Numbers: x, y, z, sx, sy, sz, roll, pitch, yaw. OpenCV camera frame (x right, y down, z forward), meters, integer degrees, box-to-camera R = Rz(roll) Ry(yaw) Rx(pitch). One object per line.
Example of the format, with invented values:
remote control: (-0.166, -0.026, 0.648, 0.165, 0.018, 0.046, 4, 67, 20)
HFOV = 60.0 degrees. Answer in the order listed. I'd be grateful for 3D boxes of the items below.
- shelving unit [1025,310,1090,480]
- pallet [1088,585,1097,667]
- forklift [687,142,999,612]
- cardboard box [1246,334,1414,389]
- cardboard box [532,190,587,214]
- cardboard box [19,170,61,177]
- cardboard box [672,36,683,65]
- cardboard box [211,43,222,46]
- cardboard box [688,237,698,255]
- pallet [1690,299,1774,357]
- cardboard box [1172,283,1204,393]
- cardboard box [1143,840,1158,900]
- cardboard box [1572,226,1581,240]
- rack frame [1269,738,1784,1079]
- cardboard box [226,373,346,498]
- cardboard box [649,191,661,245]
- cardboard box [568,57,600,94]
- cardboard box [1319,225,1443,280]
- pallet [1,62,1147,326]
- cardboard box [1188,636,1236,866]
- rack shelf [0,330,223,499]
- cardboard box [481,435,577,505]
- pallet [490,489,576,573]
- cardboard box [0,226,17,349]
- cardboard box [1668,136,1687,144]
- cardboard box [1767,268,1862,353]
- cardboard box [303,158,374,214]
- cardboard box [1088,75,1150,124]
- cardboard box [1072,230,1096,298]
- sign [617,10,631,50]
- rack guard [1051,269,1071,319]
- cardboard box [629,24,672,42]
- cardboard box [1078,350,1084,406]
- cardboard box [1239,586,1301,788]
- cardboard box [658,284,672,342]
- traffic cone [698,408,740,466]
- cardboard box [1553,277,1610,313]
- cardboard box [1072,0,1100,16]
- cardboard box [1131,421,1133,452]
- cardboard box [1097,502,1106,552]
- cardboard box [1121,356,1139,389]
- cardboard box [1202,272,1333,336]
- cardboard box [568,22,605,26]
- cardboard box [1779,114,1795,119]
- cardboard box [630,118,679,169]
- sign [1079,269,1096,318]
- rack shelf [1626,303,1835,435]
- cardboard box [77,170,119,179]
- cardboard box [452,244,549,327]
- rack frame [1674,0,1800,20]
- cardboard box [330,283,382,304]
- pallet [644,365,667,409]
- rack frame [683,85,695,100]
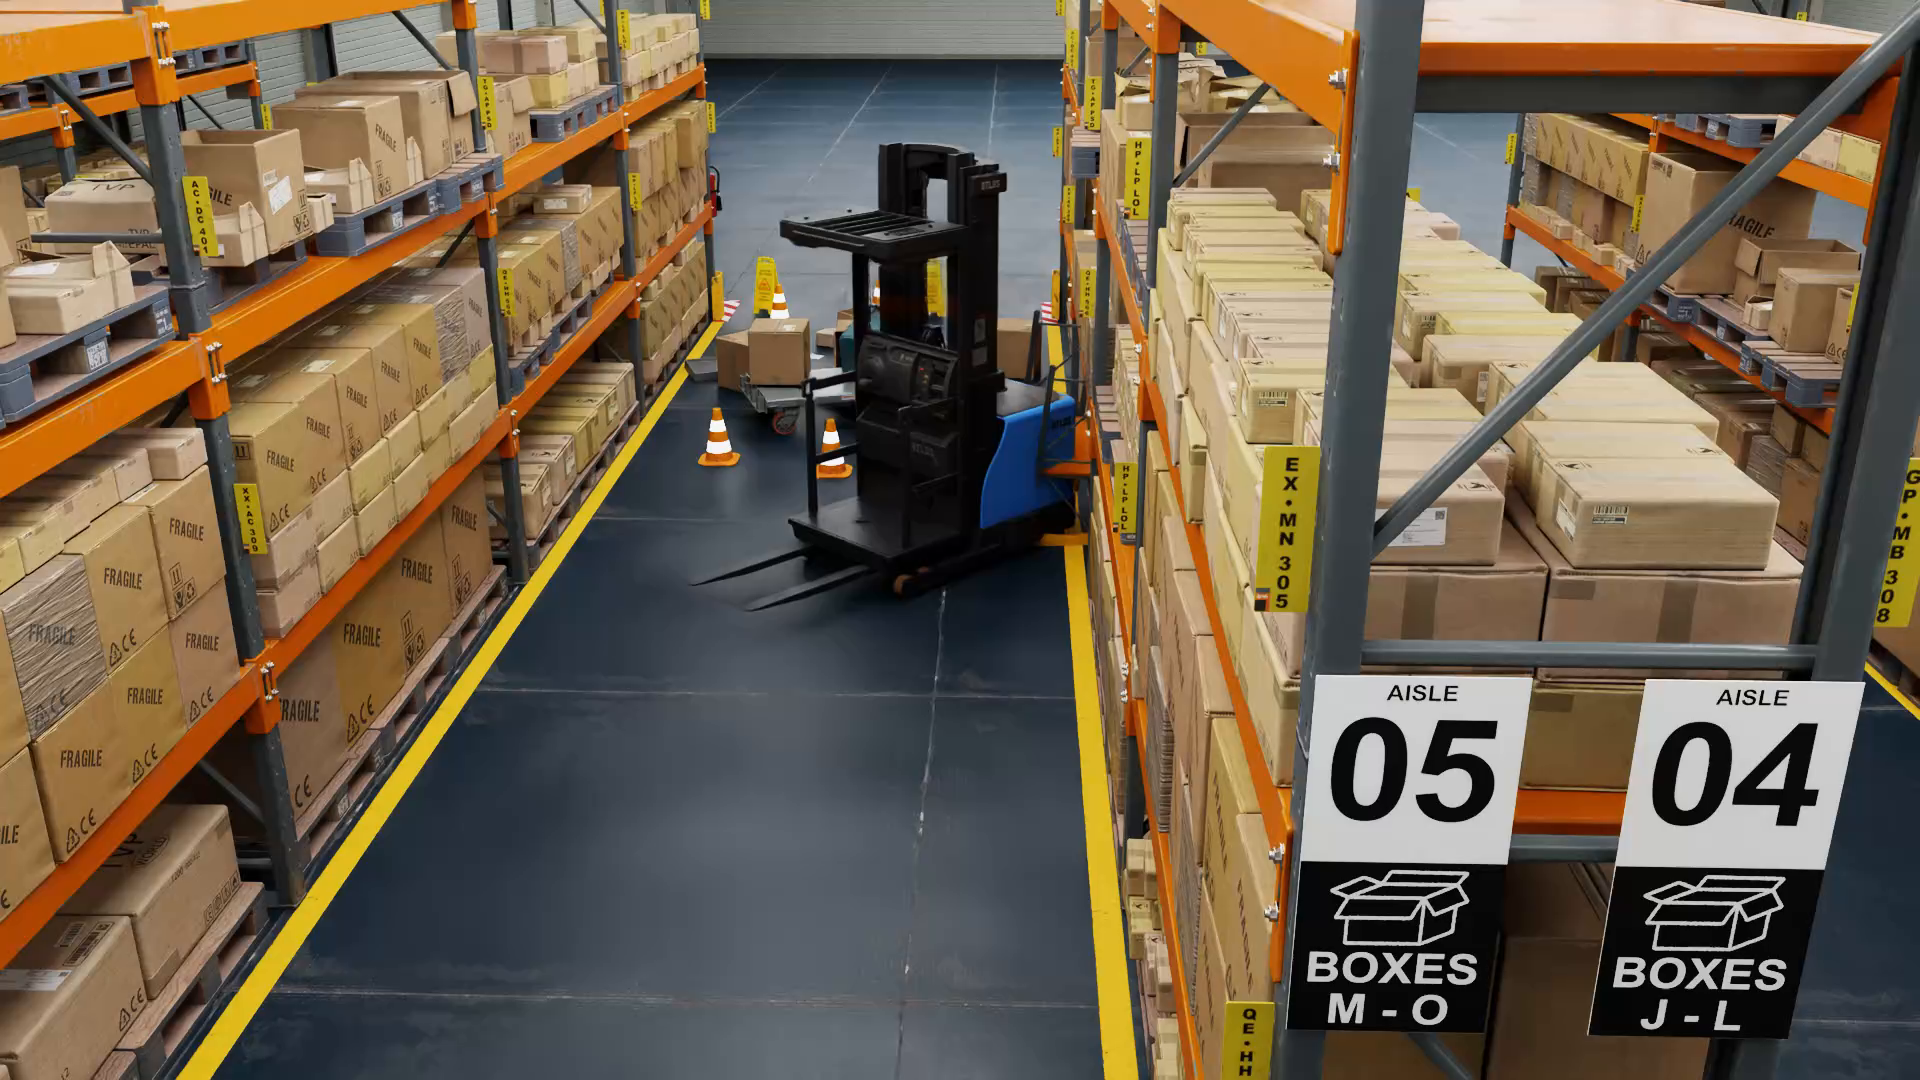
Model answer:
shelving unit: (0.767, -0.840, 12.581, 0.500, 1.500, 0.985, 3, 30, -6)
pallet: (1.372, 0.497, 10.955, 1.003, 0.211, 1.213, 1, 21, 2)
forklift: (-0.619, -1.398, 12.080, 3.778, 2.935, 2.125, -20, 29, -41)
cardboard box: (0.951, -0.432, 4.314, 0.380, 0.149, 0.250, 0, 21, 0)
cardboard box: (-3.213, -2.715, 13.352, 0.380, 0.149, 0.250, 0, 21, -1)
cardboard box: (-8.642, -3.395, 15.687, 0.380, 0.149, 0.250, 0, 21, 1)
cardboard box: (-3.084, -4.905, 16.674, 0.500, 0.250, 0.500, 1, 21, 3)
cardboard box: (-7.993, -5.270, 17.445, 0.380, 0.149, 0.250, 0, 21, 0)
cardboard box: (-3.018, -3.136, 17.751, 0.380, 0.149, 0.250, 1, 21, 3)
pallet: (6.371, -1.621, 12.825, 1.003, 0.211, 1.213, 1, 21, 2)
cardboard box: (0.972, -0.667, 5.472, 0.500, 0.250, 0.500, 1, 21, 3)
cardboard box: (0.991, 1.438, 7.214, 0.380, 0.149, 0.250, 2, 21, 4)
cardboard box: (6.331, -3.036, 16.554, 0.380, 0.149, 0.250, 1, 21, 2)
rack frame: (1.154, 1.807, 3.724, 1.000, 3.000, 0.127, 1, 21, 2)
cardboard box: (-3.386, -0.510, 8.176, 0.500, 0.500, 0.500, 1, 21, 1)
cardboard box: (-3.148, -3.072, 15.751, 0.500, 0.500, 0.500, 1, 21, 1)
cardboard box: (-3.305, -3.861, 13.813, 0.500, 0.250, 0.500, 0, 21, 1)
cardboard box: (1.450, -0.992, 5.758, 0.380, 0.149, 0.250, 1, 21, 4)
pallet: (-3.442, -2.739, 11.485, 11.154, 0.261, 9.239, 1, 21, 2)
cardboard box: (0.942, 0.616, 4.862, 0.500, 0.500, 0.500, 2, 21, 4)
rack shelf: (-3.736, 0.003, 5.222, 1.077, 0.370, 4.000, 1, 21, 2)
cardboard box: (-3.512, -0.545, 12.839, 0.950, 0.372, 0.625, 0, 21, 1)
pallet: (-3.528, -0.086, 12.458, 1.003, 0.211, 1.213, 1, 21, 2)
cardboard box: (-3.684, -0.858, 5.585, 0.797, 0.503, 0.637, 2, 21, 6)
cardboard box: (6.755, -3.433, 15.297, 0.500, 0.500, 0.500, 1, 21, 2)
cardboard box: (6.246, -1.635, 11.878, 0.700, 0.500, 0.500, 4, 22, 10)
cardboard box: (-3.269, -1.845, 8.596, 0.396, 0.266, 0.258, 2, 21, 6)
cardboard box: (1.129, -3.066, 11.541, 0.500, 0.311, 0.500, 1, 21, 2)
cardboard box: (1.234, -2.391, 14.406, 0.500, 0.500, 0.500, 1, 21, 2)
sign: (-2.877, -4.368, 14.233, 0.100, 0.325, 0.005, 1, 21, 2)
rack guard: (1.642, -2.821, 19.108, 1.175, 0.500, 0.348, 1, 21, 2)
cardboard box: (-3.038, -4.968, 16.285, 0.380, 0.149, 0.250, 1, 21, 3)
cardboard box: (1.590, -1.453, 14.657, 1.050, 0.750, 0.750, 1, 21, 1)
cardboard box: (0.904, 0.311, 3.640, 0.500, 0.250, 0.500, 0, 21, 0)
cardboard box: (-3.139, -2.217, 16.280, 0.500, 0.500, 0.500, 1, 21, 4)
traffic cone: (-2.070, -0.903, 14.216, 0.336, 0.463, 0.334, 1, 21, 2)
cardboard box: (6.576, -2.475, 17.636, 0.500, 0.500, 0.500, 6, 22, 16)
cardboard box: (1.251, -5.019, 15.697, 0.380, 0.149, 0.250, 0, 21, 1)
cardboard box: (1.140, -0.567, 9.198, 0.380, 0.149, 0.250, 1, 21, 4)
cardboard box: (1.119, -0.035, 10.311, 0.500, 0.250, 0.500, 0, 21, 1)
cardboard box: (1.164, -0.995, 9.890, 0.380, 0.149, 0.250, 0, 21, -1)
cardboard box: (0.942, -0.714, 5.042, 0.380, 0.149, 0.250, 0, 21, 0)
cardboard box: (-3.669, -5.067, 16.540, 0.380, 0.149, 0.250, 1, 21, 3)
cardboard box: (6.152, -3.212, 11.684, 0.500, 0.500, 0.500, 1, 21, 3)
cardboard box: (-3.197, -3.913, 16.535, 0.700, 0.500, 0.500, 1, 21, 1)
sign: (0.843, -1.630, 10.982, 0.100, 0.325, 0.005, 1, 21, 2)
rack shelf: (6.413, -1.382, 12.938, 1.077, 0.370, 4.000, 1, 21, 2)
cardboard box: (-8.170, -3.390, 15.673, 0.380, 0.149, 0.250, 0, 21, 1)
cardboard box: (-3.300, -1.833, 11.976, 0.500, 0.500, 0.500, 2, 21, 4)
rack frame: (6.474, -5.237, 13.587, 1.000, 3.000, 0.127, 1, 21, 2)
cardboard box: (-3.818, -1.261, 10.111, 0.500, 0.500, 0.500, 1, 21, 2)
pallet: (-3.447, -1.493, 16.084, 1.003, 0.211, 1.213, 1, 21, 2)
rack frame: (-3.313, -3.996, 18.680, 0.949, 2.616, 0.053, 1, 21, 2)
